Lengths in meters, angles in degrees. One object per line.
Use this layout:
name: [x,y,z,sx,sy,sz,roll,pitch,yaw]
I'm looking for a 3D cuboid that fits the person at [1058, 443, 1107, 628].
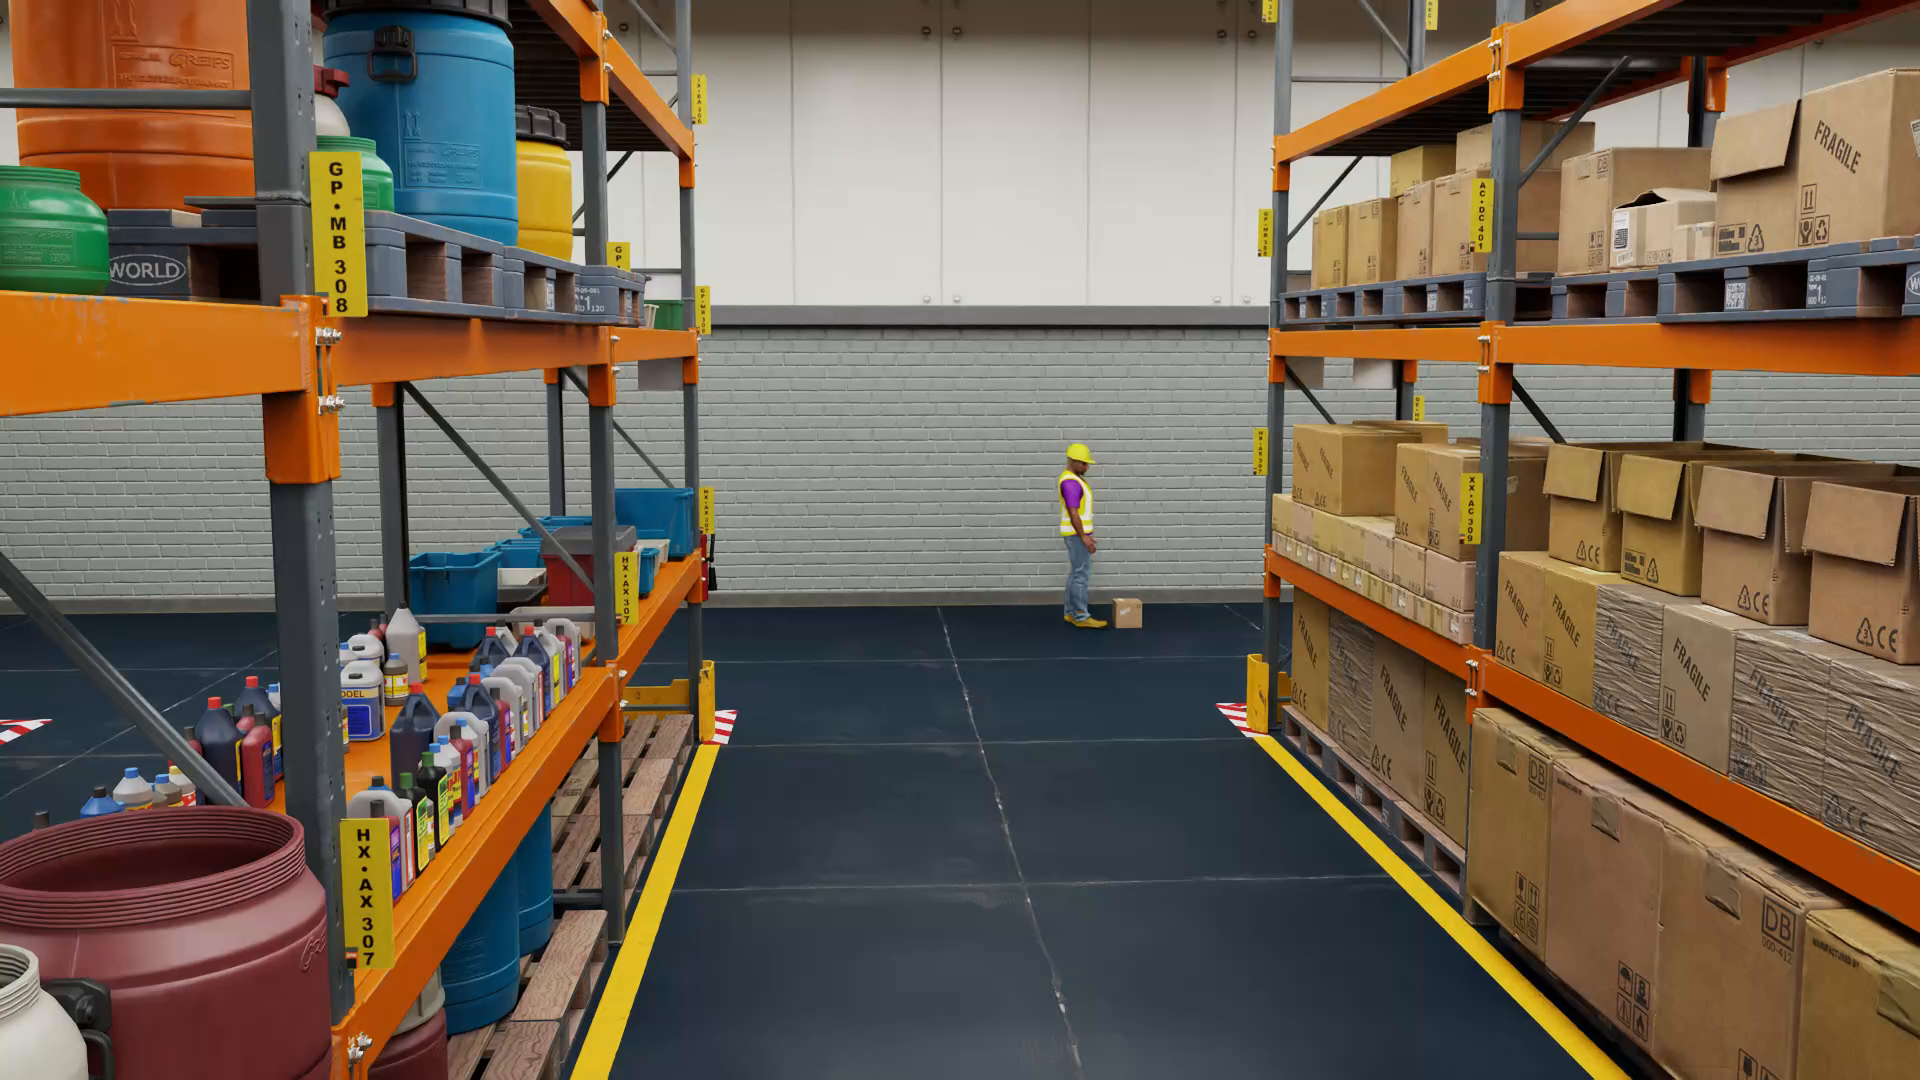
person: [1.179,-0.011,15.950,0.482,1.841,0.658,1,7,5]
